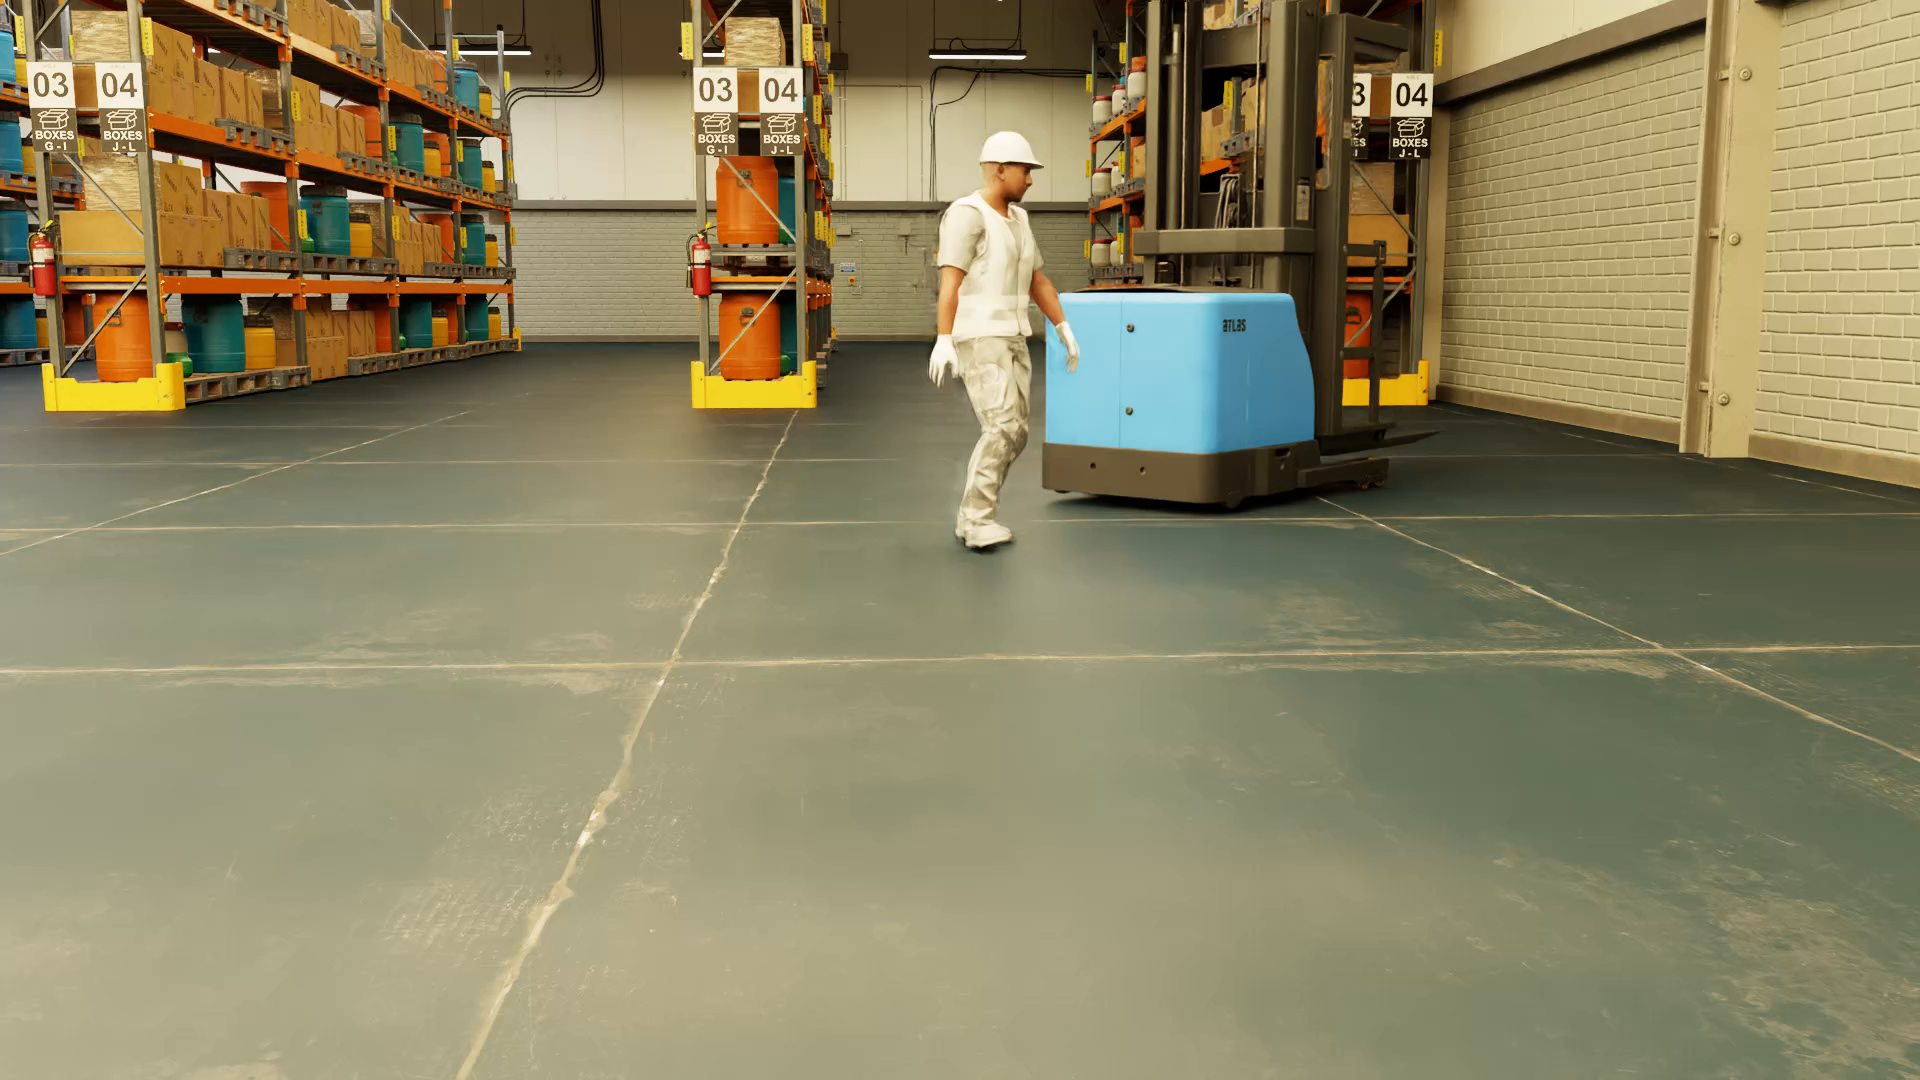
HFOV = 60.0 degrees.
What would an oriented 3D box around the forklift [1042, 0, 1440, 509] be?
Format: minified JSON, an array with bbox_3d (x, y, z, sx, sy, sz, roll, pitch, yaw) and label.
[{"bbox_3d":[1.761,-1.768,9.239,1.130,2.935,3.031,7,11,40],"label":"forklift"}]

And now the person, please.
[{"bbox_3d":[0.155,-0.841,7.081,0.514,1.752,0.698,5,10,30],"label":"person"}]
